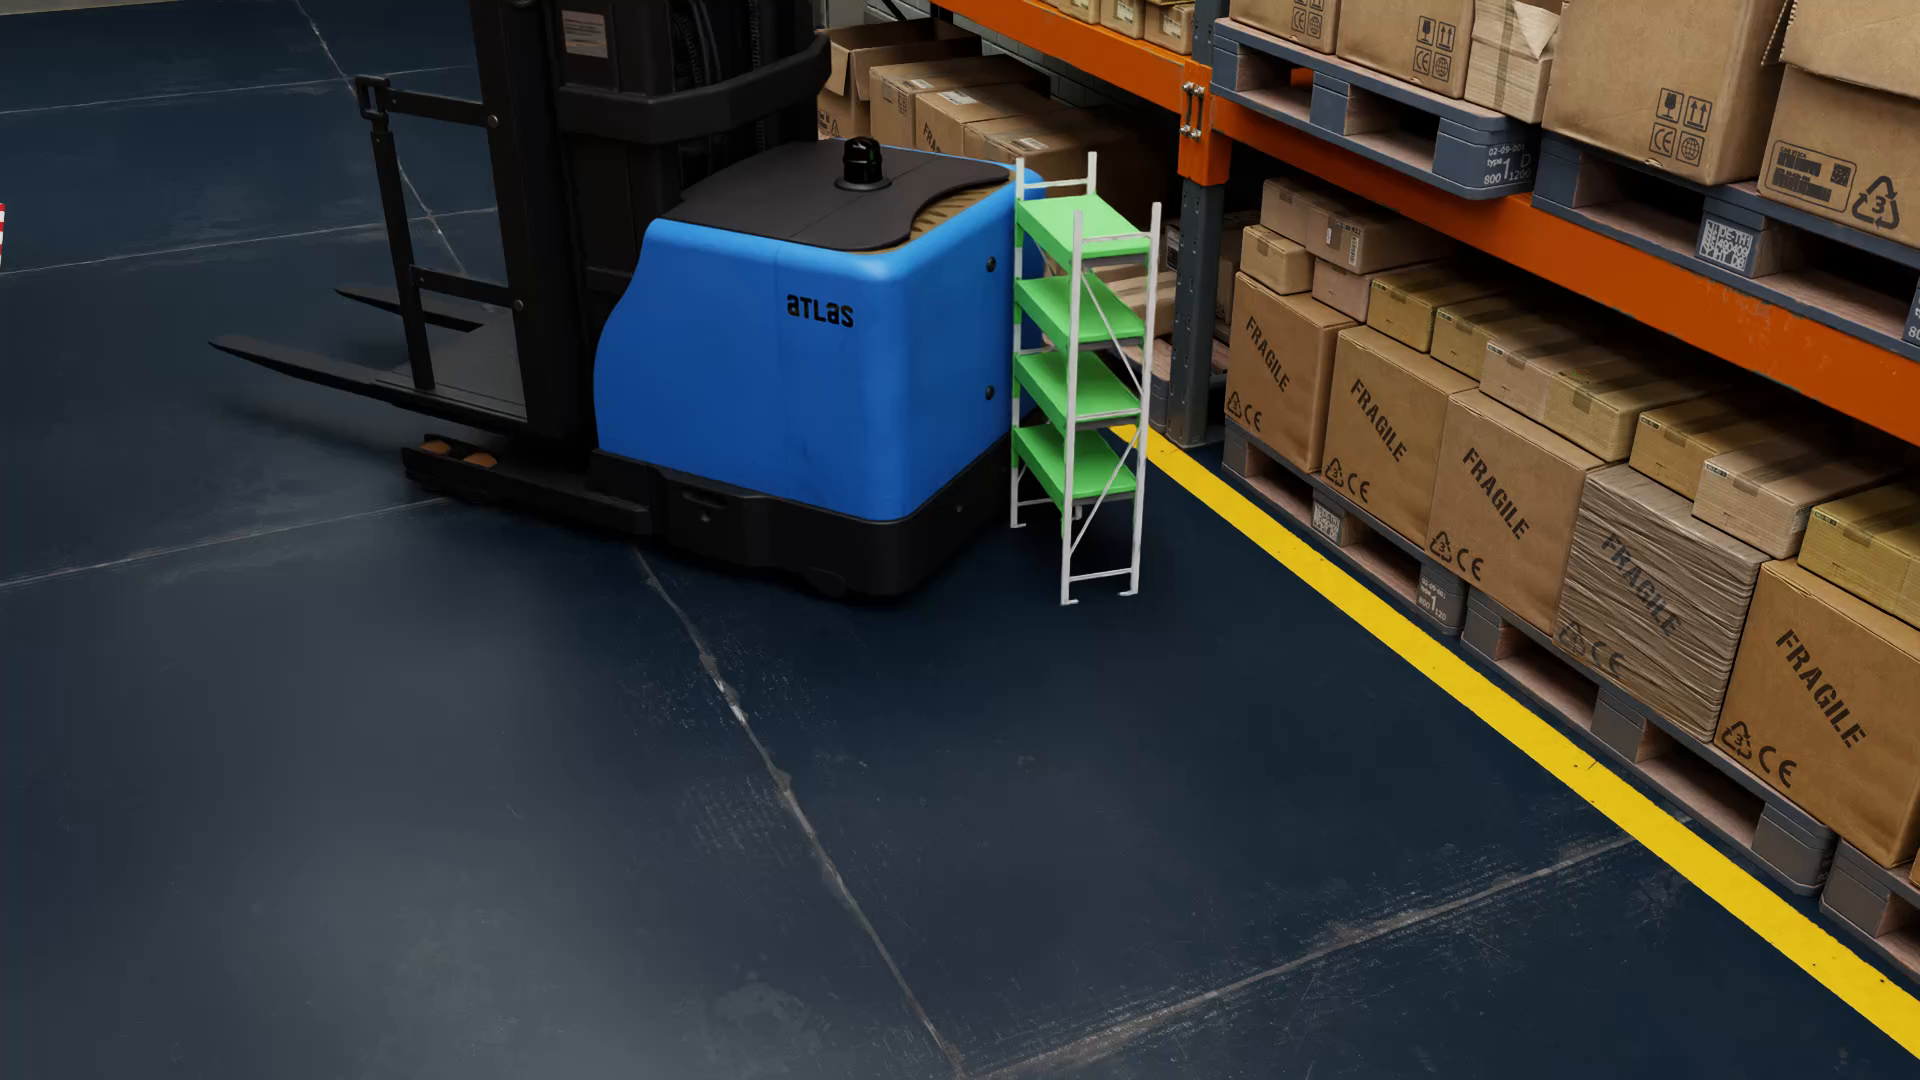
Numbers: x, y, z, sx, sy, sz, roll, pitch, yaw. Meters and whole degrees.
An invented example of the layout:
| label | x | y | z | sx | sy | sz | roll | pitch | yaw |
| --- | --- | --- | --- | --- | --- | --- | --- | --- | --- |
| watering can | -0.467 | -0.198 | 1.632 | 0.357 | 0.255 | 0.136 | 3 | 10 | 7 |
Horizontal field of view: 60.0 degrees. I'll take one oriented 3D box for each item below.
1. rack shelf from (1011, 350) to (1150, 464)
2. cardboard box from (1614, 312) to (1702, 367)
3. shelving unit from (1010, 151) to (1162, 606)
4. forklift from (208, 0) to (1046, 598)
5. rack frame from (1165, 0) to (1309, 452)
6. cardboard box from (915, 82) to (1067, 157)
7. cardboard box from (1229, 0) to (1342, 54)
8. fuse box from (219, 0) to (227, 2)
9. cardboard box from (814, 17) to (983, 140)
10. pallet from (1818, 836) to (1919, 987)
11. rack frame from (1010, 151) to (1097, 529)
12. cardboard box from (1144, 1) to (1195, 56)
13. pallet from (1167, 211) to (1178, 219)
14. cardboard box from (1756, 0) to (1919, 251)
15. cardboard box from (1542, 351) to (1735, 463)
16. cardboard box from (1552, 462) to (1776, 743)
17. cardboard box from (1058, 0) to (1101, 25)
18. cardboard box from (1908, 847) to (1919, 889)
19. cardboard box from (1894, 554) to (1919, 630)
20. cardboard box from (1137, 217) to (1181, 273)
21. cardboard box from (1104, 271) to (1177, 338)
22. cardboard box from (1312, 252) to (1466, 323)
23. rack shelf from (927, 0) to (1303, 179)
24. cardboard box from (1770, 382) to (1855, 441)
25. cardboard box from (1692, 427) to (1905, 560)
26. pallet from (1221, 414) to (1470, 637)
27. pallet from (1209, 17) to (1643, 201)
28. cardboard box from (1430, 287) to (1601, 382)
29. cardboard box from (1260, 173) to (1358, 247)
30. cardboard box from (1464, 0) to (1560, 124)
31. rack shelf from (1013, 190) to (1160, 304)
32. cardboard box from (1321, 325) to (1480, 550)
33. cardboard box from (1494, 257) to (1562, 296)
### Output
| label | x | y | z | sx | sy | sz | roll | pitch | yaw |
| --- | --- | --- | --- | --- | --- | --- | --- | --- | --- |
| rack shelf | 0.345 | -0.407 | 4.881 | 0.258 | 0.148 | 0.480 | -8 | 30 | -14 |
| cardboard box | 2.056 | -0.560 | 4.645 | 0.380 | 0.149 | 0.250 | -12 | 32 | -21 |
| shelving unit | 0.345 | -0.463 | 4.849 | 0.258 | 1.200 | 0.503 | -8 | 30 | -14 |
| forklift | -1.267 | -1.609 | 5.123 | 3.031 | 2.935 | 1.130 | 15 | 32 | 24 |
| rack frame | 1.205 | -1.747 | 5.299 | 1.000 | 3.000 | 0.127 | -13 | 32 | -22 |
| cardboard box | 0.133 | -1.677 | 7.300 | 0.500 | 0.500 | 0.500 | -12 | 32 | -21 |
| cardboard box | 1.210 | -1.713 | 4.707 | 0.700 | 0.500 | 0.500 | -12 | 32 | -21 |
| fuse box | -5.476 | -4.771 | 12.009 | 0.539 | 1.711 | 0.414 | -13 | 32 | -22 |
| cardboard box | -0.336 | -2.318 | 8.441 | 0.797 | 0.503 | 0.637 | -14 | 32 | -24 |
| pallet | 2.635 | 0.898 | 3.432 | 1.003 | 0.211 | 1.213 | -13 | 32 | -22 |
| rack frame | 0.276 | -0.578 | 5.054 | 0.240 | 1.200 | 0.015 | -8 | 30 | -14 |
| cardboard box | 0.840 | -1.726 | 5.517 | 0.380 | 0.149 | 0.250 | -13 | 32 | -21 |
| pallet | 0.383 | -1.374 | 7.485 | 1.003 | 0.211 | 1.213 | -13 | 32 | -22 |
| cardboard box | 2.054 | -0.891 | 3.237 | 0.797 | 0.503 | 0.637 | -14 | 32 | -23 |
| cardboard box | 1.735 | -0.345 | 4.262 | 0.380 | 0.149 | 0.250 | -12 | 31 | -20 |
| cardboard box | 1.874 | 0.106 | 4.121 | 0.500 | 0.500 | 0.500 | -14 | 32 | -24 |
| cardboard box | 0.575 | -1.946 | 5.910 | 0.380 | 0.149 | 0.250 | -12 | 32 | -21 |
| cardboard box | 2.341 | 0.562 | 3.308 | 0.500 | 0.500 | 0.500 | -14 | 32 | -23 |
| cardboard box | 2.190 | 0.113 | 3.445 | 0.380 | 0.149 | 0.250 | -12 | 31 | -21 |
| cardboard box | 0.948 | -1.220 | 6.844 | 0.380 | 0.149 | 0.250 | -14 | 32 | -23 |
| cardboard box | 0.700 | -0.871 | 6.223 | 0.380 | 0.149 | 0.250 | -14 | 32 | -23 |
| cardboard box | 1.307 | -0.803 | 5.078 | 0.380 | 0.149 | 0.250 | -14 | 32 | -23 |
| rack shelf | 0.346 | -2.317 | 7.051 | 1.077 | 0.370 | 4.000 | -13 | 32 | -22 |
| cardboard box | 2.298 | -0.340 | 4.253 | 0.380 | 0.149 | 0.250 | -14 | 32 | -24 |
| cardboard box | 1.937 | -0.113 | 3.847 | 0.380 | 0.149 | 0.250 | -15 | 32 | -24 |
| pallet | 1.588 | -0.180 | 5.355 | 1.003 | 0.211 | 1.213 | -13 | 32 | -22 |
| pallet | 1.449 | -1.288 | 4.676 | 1.003 | 0.211 | 1.213 | -13 | 32 | -22 |
| cardboard box | 1.557 | -0.573 | 4.669 | 0.380 | 0.149 | 0.250 | -14 | 32 | -23 |
| cardboard box | 1.173 | -1.051 | 5.217 | 0.380 | 0.149 | 0.250 | -14 | 32 | -23 |
| cardboard box | 1.454 | -1.178 | 3.991 | 0.396 | 0.266 | 0.258 | -12 | 31 | -20 |
| rack shelf | 0.345 | -0.826 | 4.646 | 0.258 | 0.148 | 0.480 | -8 | 30 | -14 |
| cardboard box | 1.446 | -0.346 | 4.927 | 0.500 | 0.500 | 0.500 | -14 | 32 | -23 |
| cardboard box | 1.853 | -0.800 | 5.074 | 0.380 | 0.149 | 0.250 | -13 | 32 | -21 |
